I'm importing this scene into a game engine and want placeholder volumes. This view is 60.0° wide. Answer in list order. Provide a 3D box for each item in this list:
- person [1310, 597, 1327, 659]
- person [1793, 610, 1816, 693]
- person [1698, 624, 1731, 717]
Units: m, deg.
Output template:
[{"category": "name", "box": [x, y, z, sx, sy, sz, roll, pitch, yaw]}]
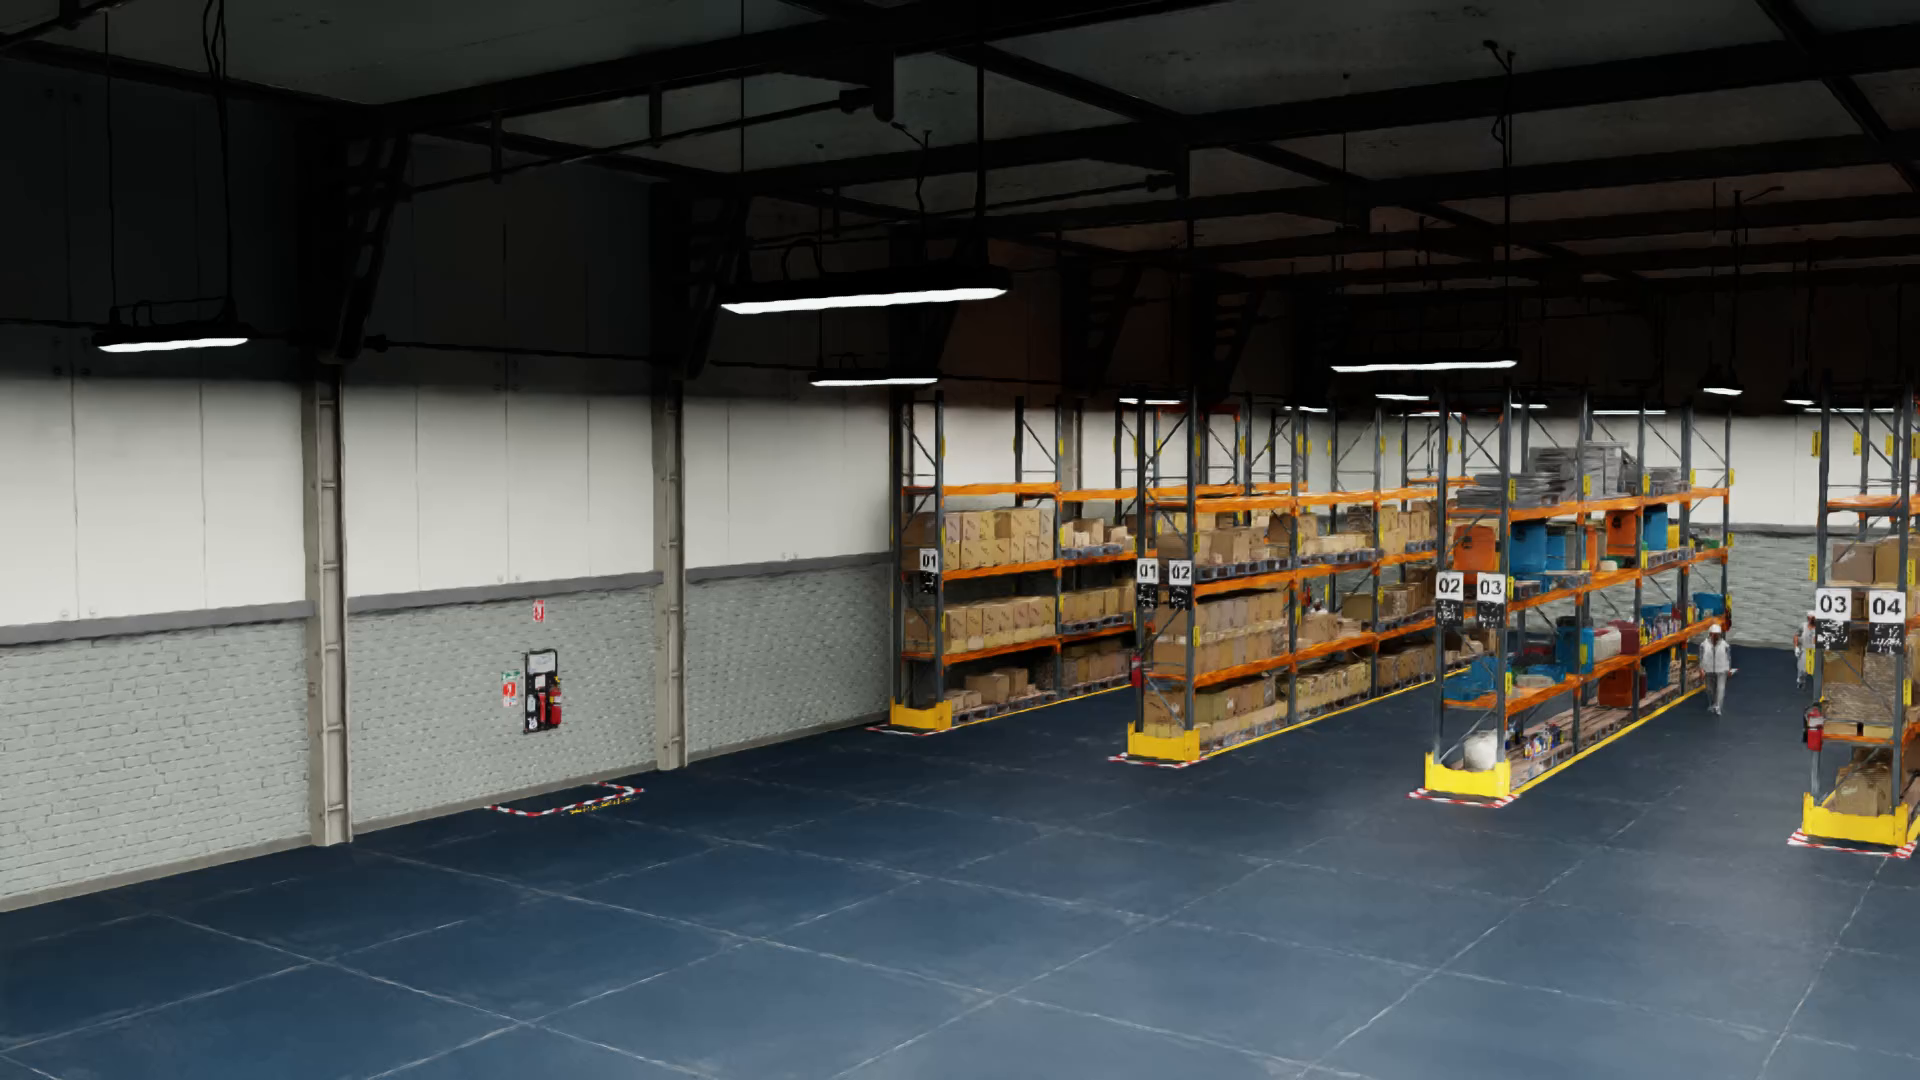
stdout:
[{"category": "person", "box": [8.093, 2.077, 37.573, 0.456, 1.589, 1.088, 2, 4, 37]}, {"category": "person", "box": [17.127, 2.258, 33.453, 0.677, 1.742, 0.552, 2, 4, 34]}, {"category": "person", "box": [14.009, 2.397, 30.901, 0.546, 1.695, 1.106, 2, 4, 33]}]
